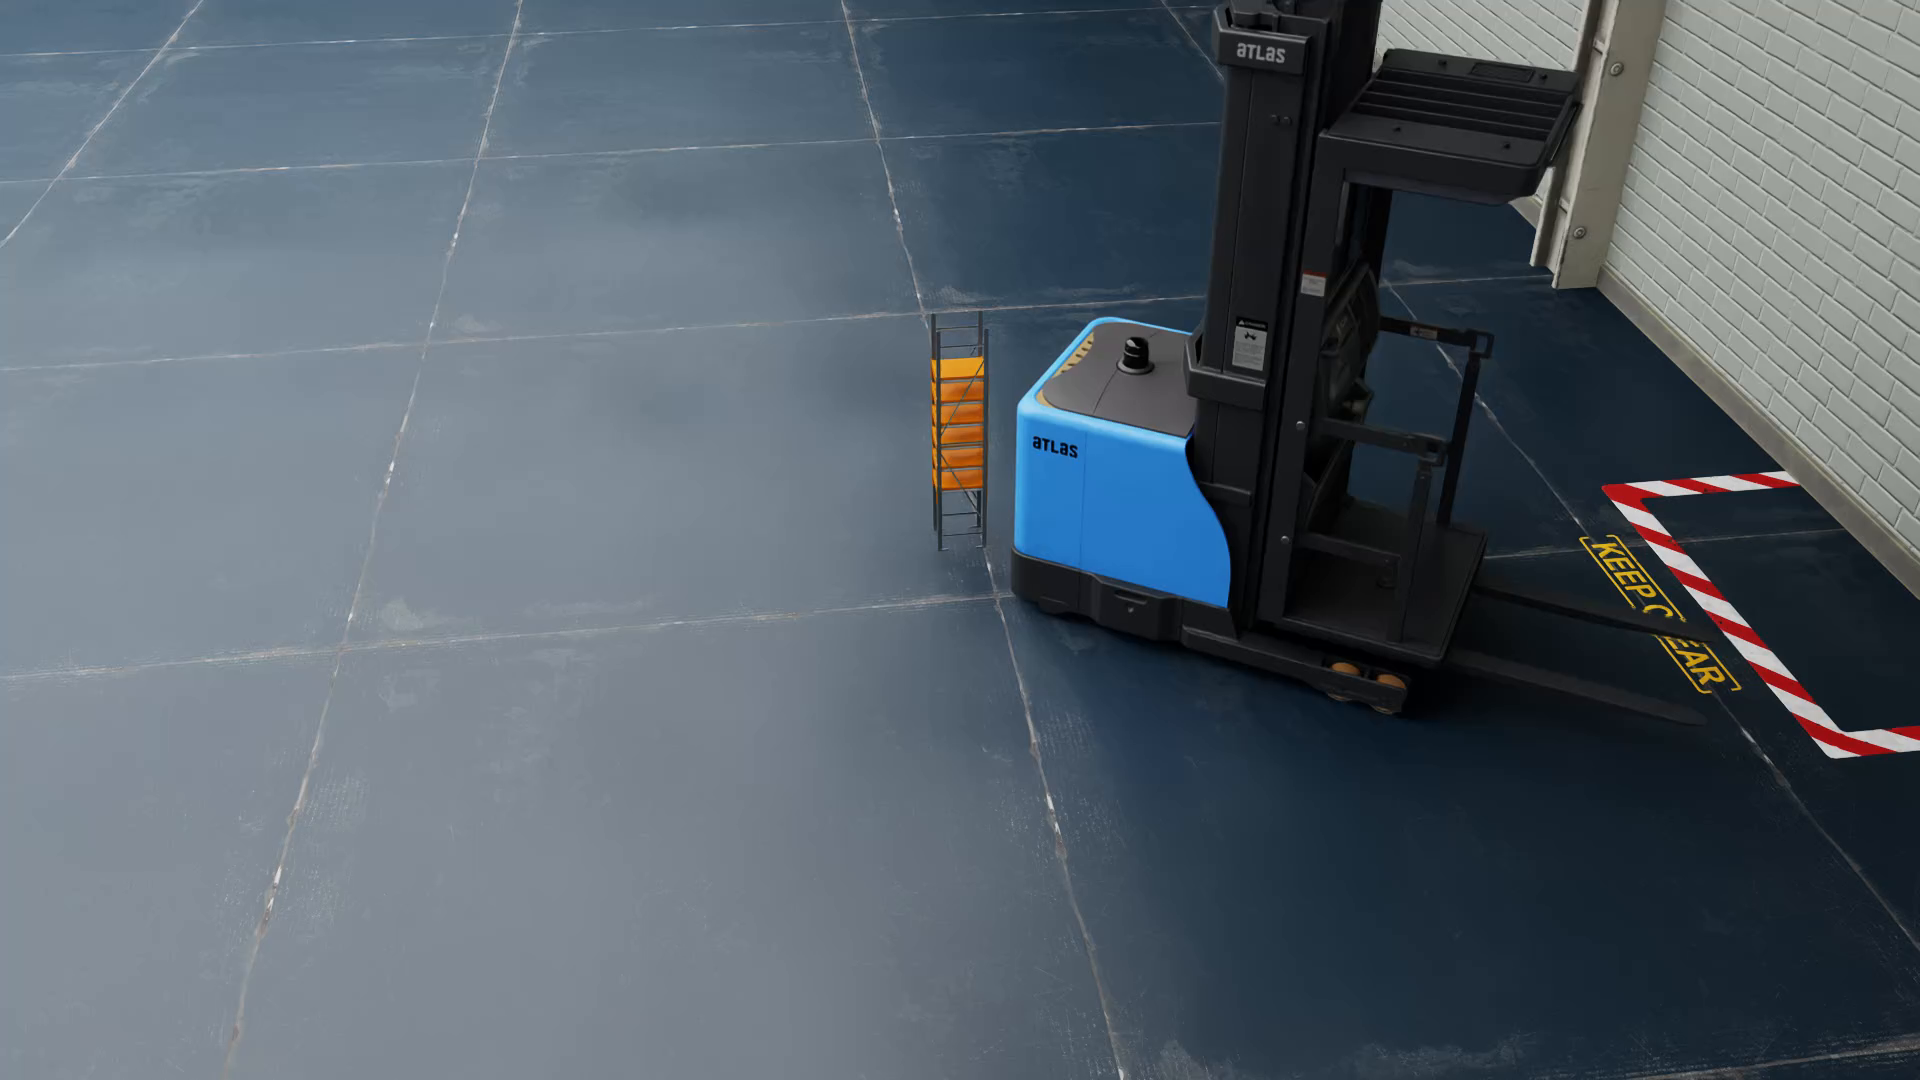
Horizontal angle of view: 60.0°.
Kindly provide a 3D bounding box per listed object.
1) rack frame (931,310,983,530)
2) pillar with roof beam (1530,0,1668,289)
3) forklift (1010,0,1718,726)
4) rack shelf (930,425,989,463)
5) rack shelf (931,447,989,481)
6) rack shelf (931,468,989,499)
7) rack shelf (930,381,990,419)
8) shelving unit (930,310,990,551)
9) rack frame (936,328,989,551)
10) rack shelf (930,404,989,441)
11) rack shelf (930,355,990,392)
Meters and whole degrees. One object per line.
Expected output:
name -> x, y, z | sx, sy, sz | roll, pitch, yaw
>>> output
rack frame -> -0.014, -0.555, 7.999 | 0.240, 1.200, 0.006 | -4, 35, -6
pillar with roof beam -> -0.348, -5.114, 7.763 | 9.100, 9.000, 0.400 | -4, 35, -6
forklift -> 1.794, -0.807, 6.832 | 3.031, 2.935, 1.130 | 15, 37, 21
rack shelf -> -0.002, -0.467, 7.949 | 0.258, 0.103, 0.180 | -4, 35, -6
rack shelf -> -0.002, -0.368, 8.017 | 0.258, 0.103, 0.180 | -4, 35, -6
rack shelf -> -0.002, -0.269, 8.084 | 0.258, 0.103, 0.180 | -4, 35, -6
rack shelf -> -0.002, -0.665, 7.814 | 0.258, 0.103, 0.180 | -4, 35, -6
shelving unit -> -0.002, -0.504, 7.924 | 0.258, 1.200, 0.189 | -4, 35, -6
rack frame -> 0.010, -0.453, 7.849 | 0.240, 1.200, 0.006 | -4, 35, -6
rack shelf -> -0.002, -0.566, 7.881 | 0.258, 0.103, 0.180 | -4, 35, -6
rack shelf -> -0.002, -0.765, 7.746 | 0.258, 0.103, 0.180 | -4, 35, -6
